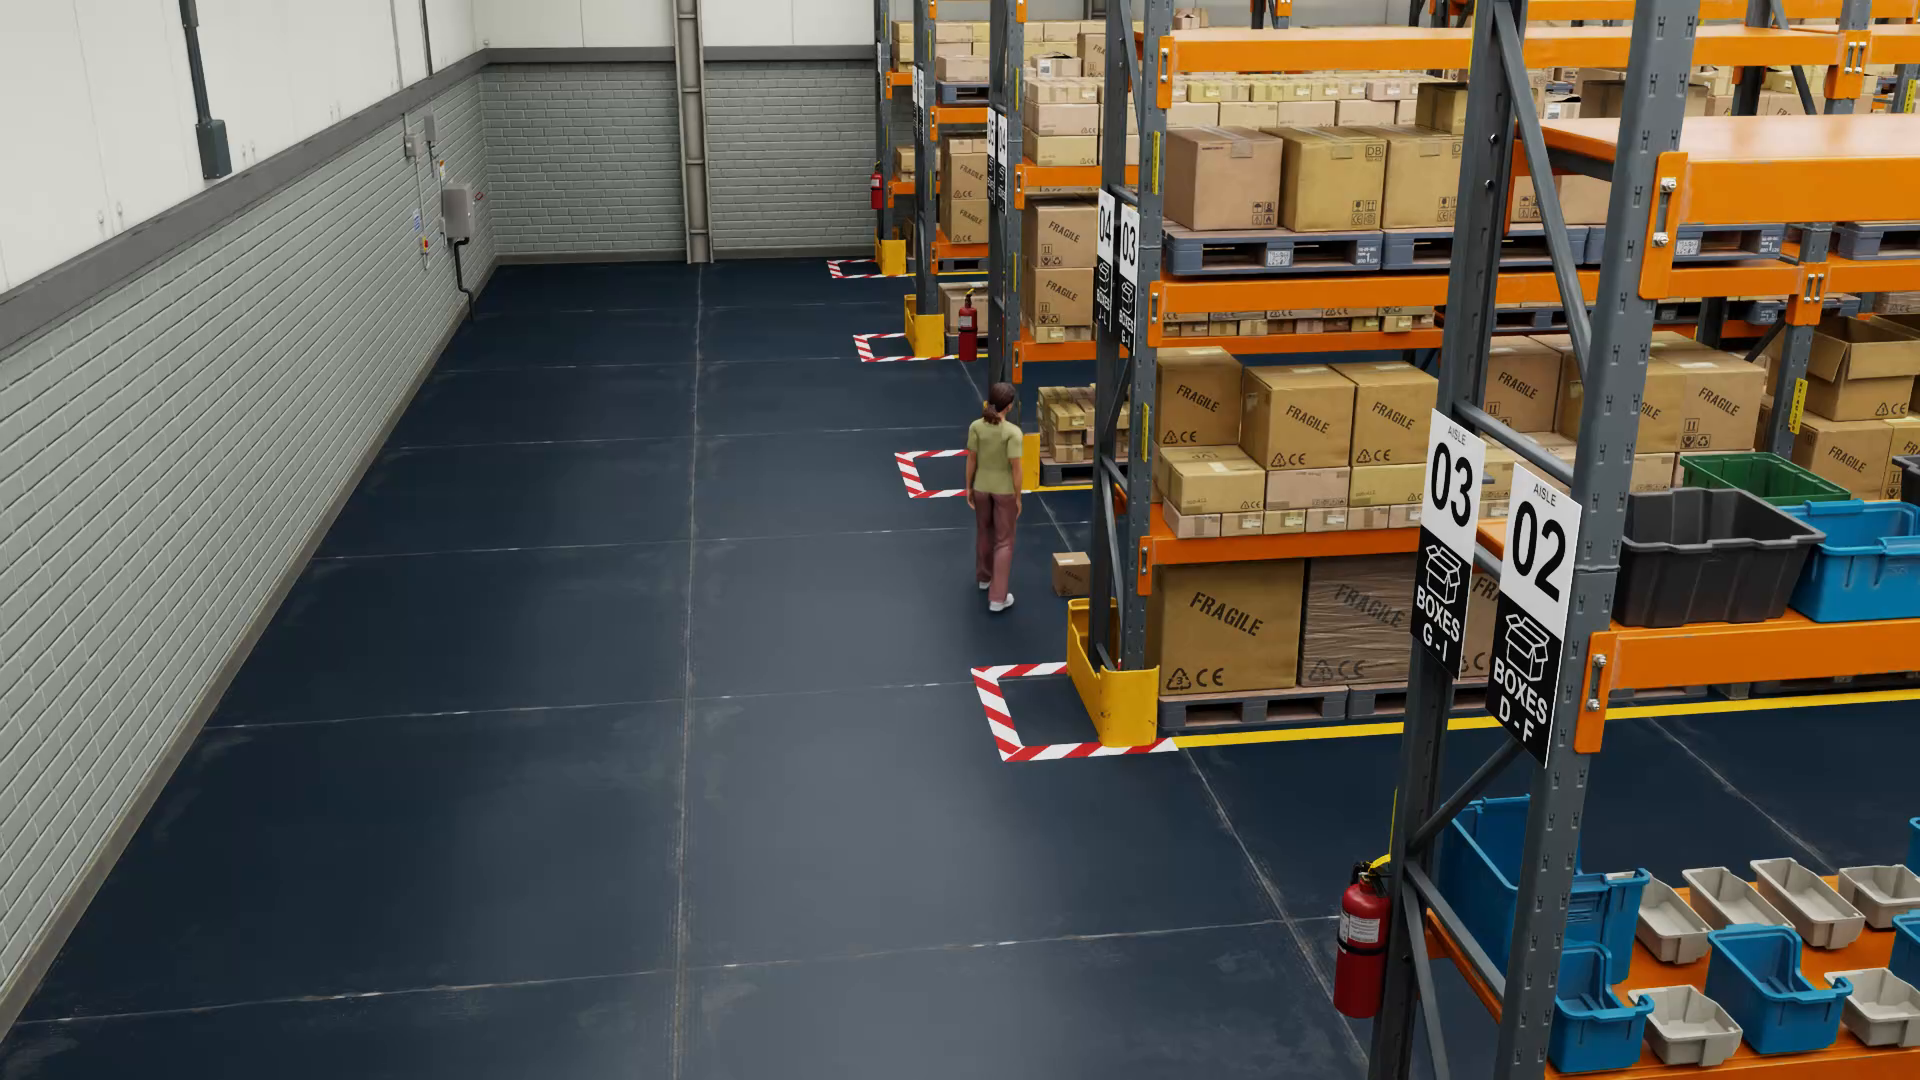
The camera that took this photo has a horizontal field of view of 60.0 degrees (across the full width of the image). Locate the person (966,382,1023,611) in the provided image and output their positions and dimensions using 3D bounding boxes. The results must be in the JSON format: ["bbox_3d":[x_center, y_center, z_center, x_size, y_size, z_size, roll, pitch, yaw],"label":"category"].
[{"bbox_3d":[0.298,-0.363,12.056,0.475,1.664,0.679,10,22,25],"label":"person"}]
